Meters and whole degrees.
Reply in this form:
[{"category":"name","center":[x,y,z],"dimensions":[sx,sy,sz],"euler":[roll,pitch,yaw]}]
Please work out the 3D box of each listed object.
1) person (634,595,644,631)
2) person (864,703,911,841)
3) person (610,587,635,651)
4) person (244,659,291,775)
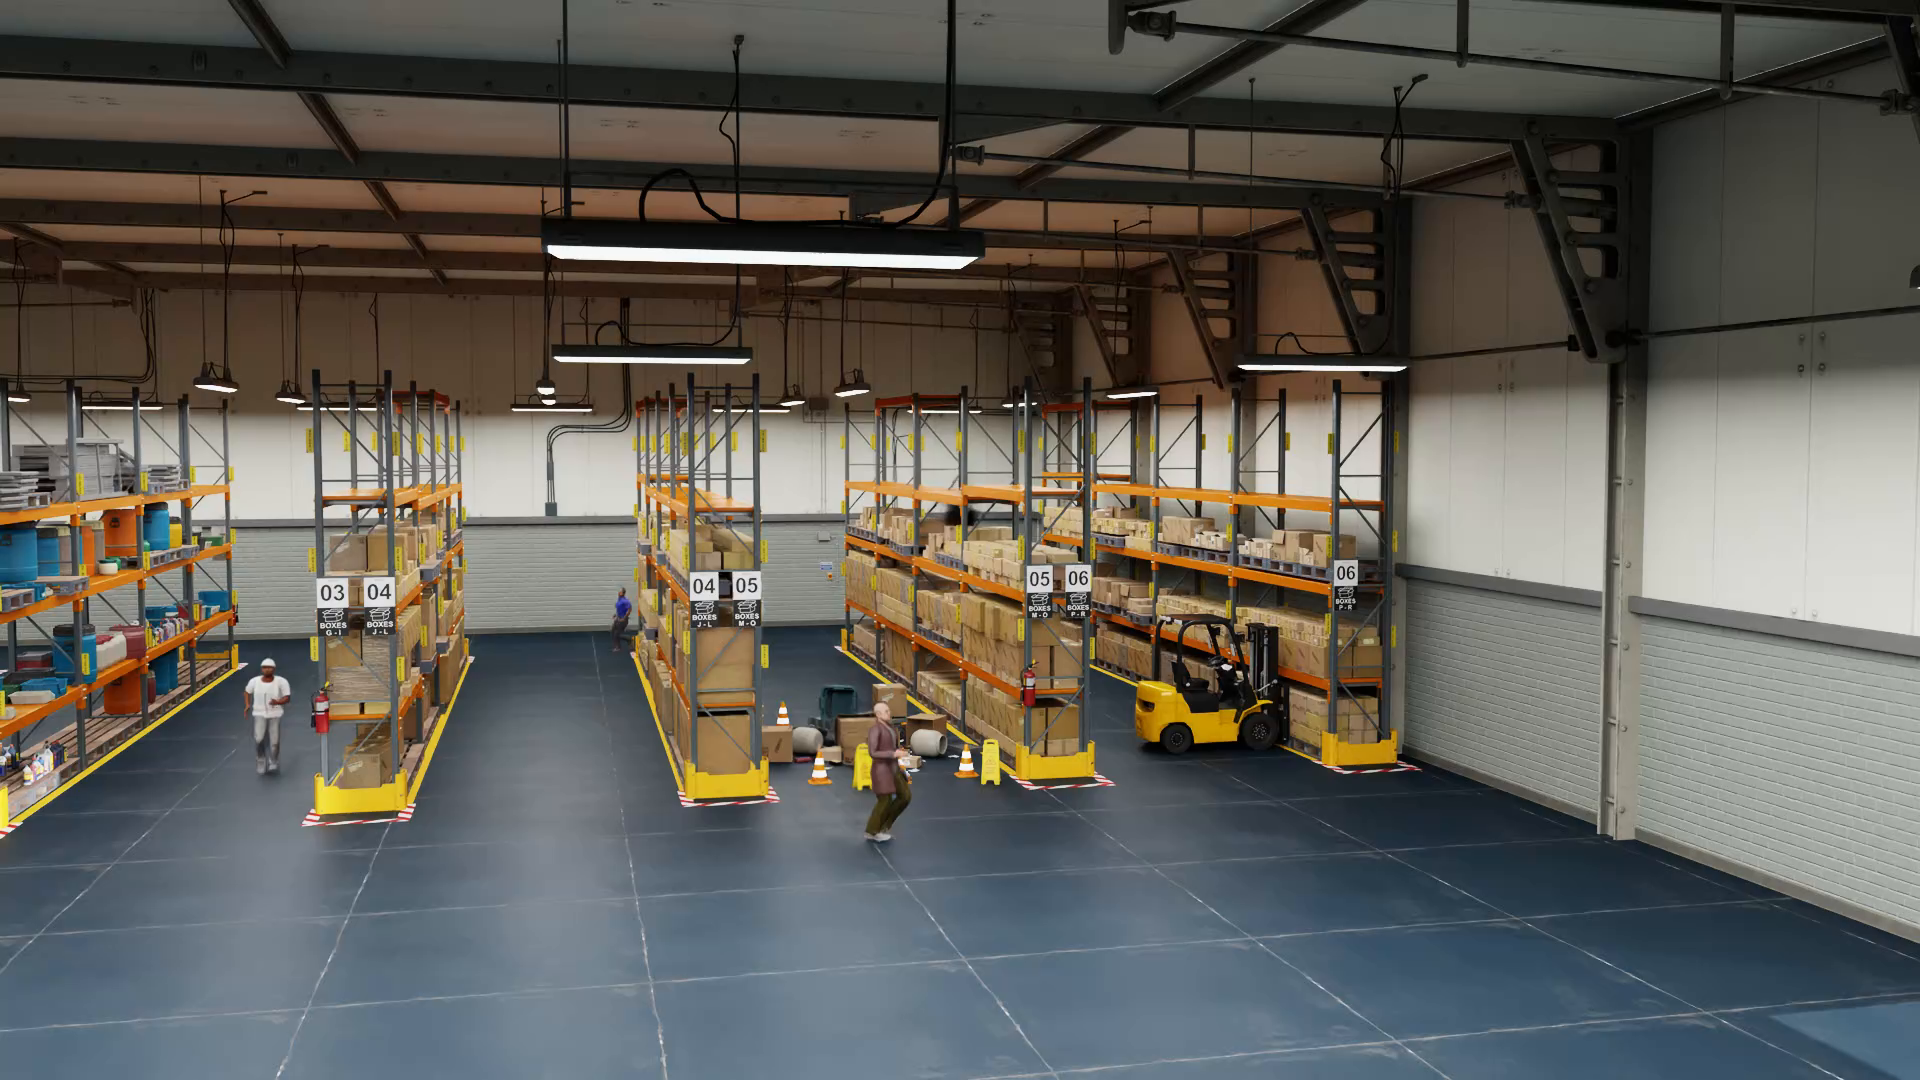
[{"category":"person","center":[-7.524,1.793,40.343],"dimensions":[0.786,1.840,0.684],"euler":[-2,4,-35]},{"category":"person","center":[-0.881,2.923,20.825],"dimensions":[0.686,1.771,0.692],"euler":[2,4,26]},{"category":"person","center":[-8.088,1.970,40.118],"dimensions":[0.566,1.486,0.681],"euler":[-2,4,-33]},{"category":"person","center":[-10.472,2.671,25.136],"dimensions":[0.676,1.752,0.683],"euler":[-1,3,-18]}]
